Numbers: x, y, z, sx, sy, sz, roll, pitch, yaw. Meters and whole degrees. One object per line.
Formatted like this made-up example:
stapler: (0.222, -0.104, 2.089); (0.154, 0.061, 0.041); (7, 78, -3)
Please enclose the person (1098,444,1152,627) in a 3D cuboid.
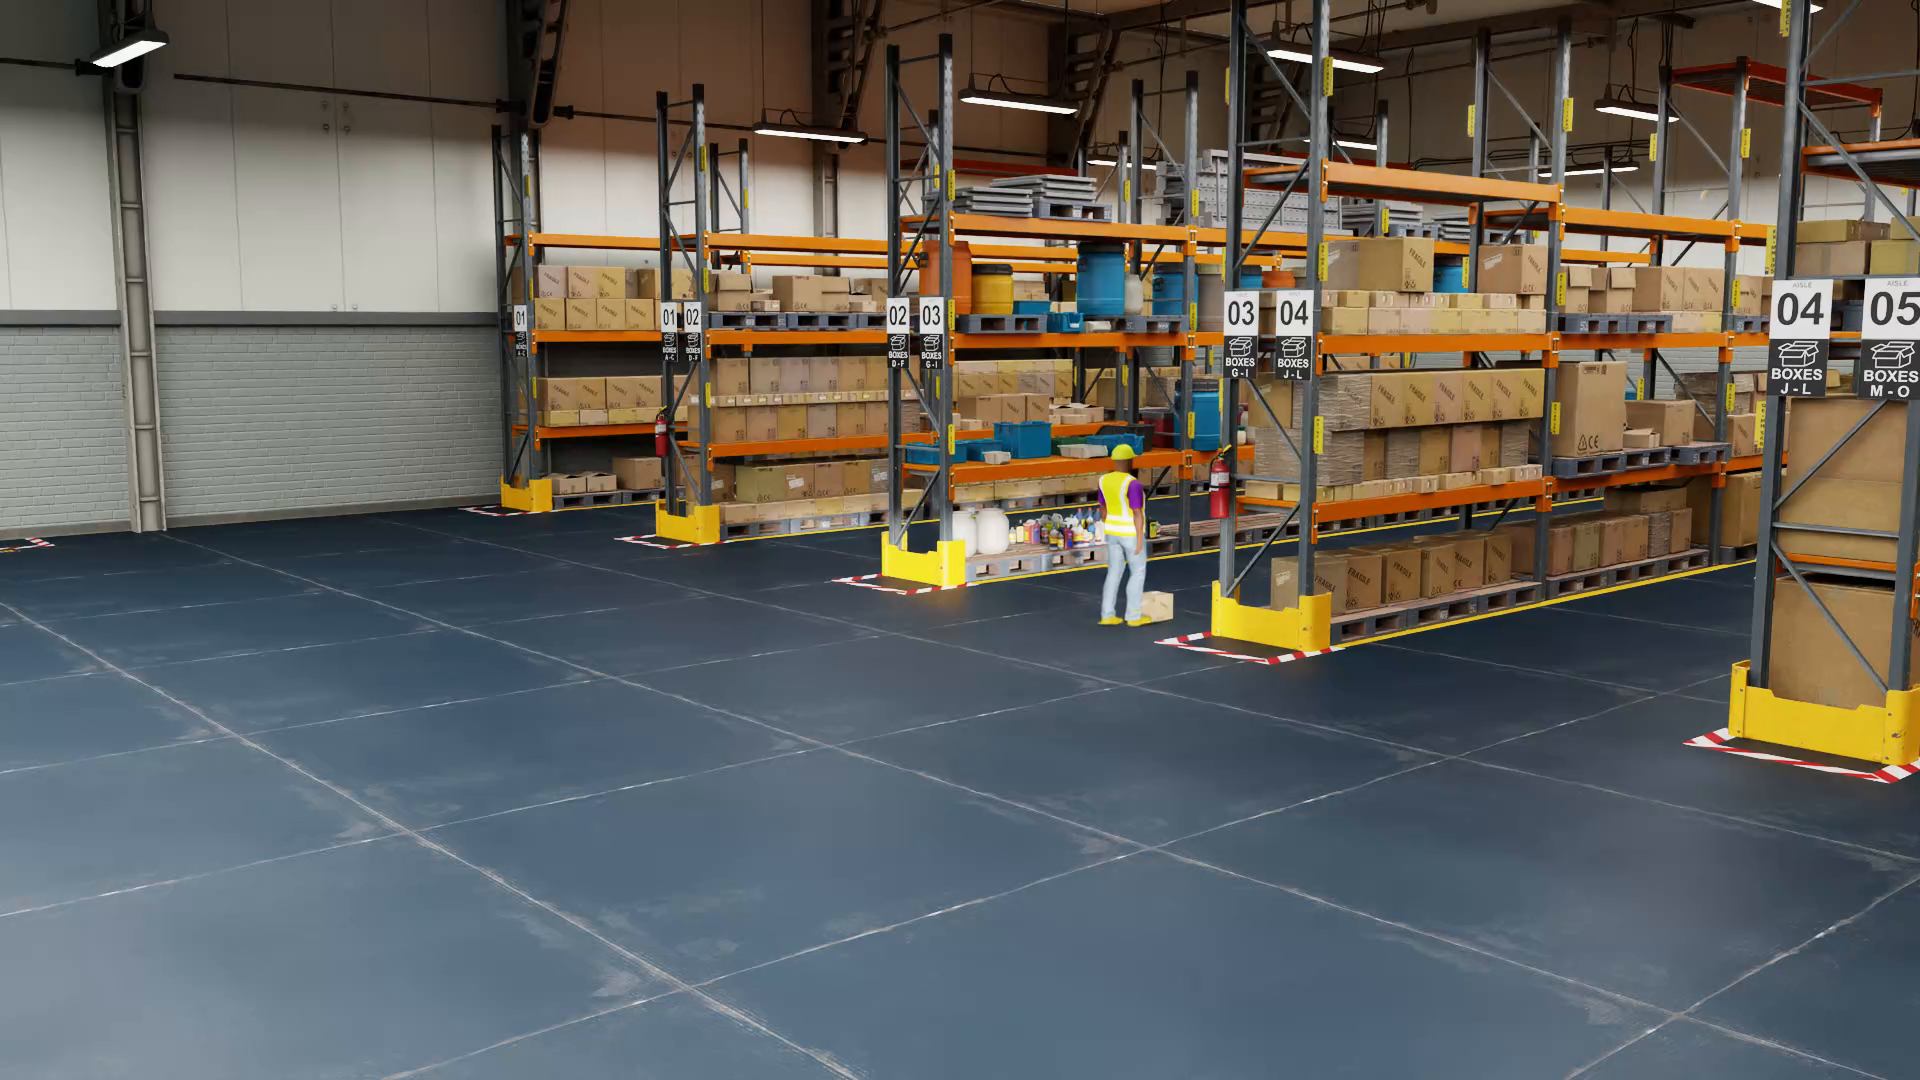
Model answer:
person: (1.602, -0.045, 16.128); (0.437, 1.770, 0.564); (-6, 10, -40)
